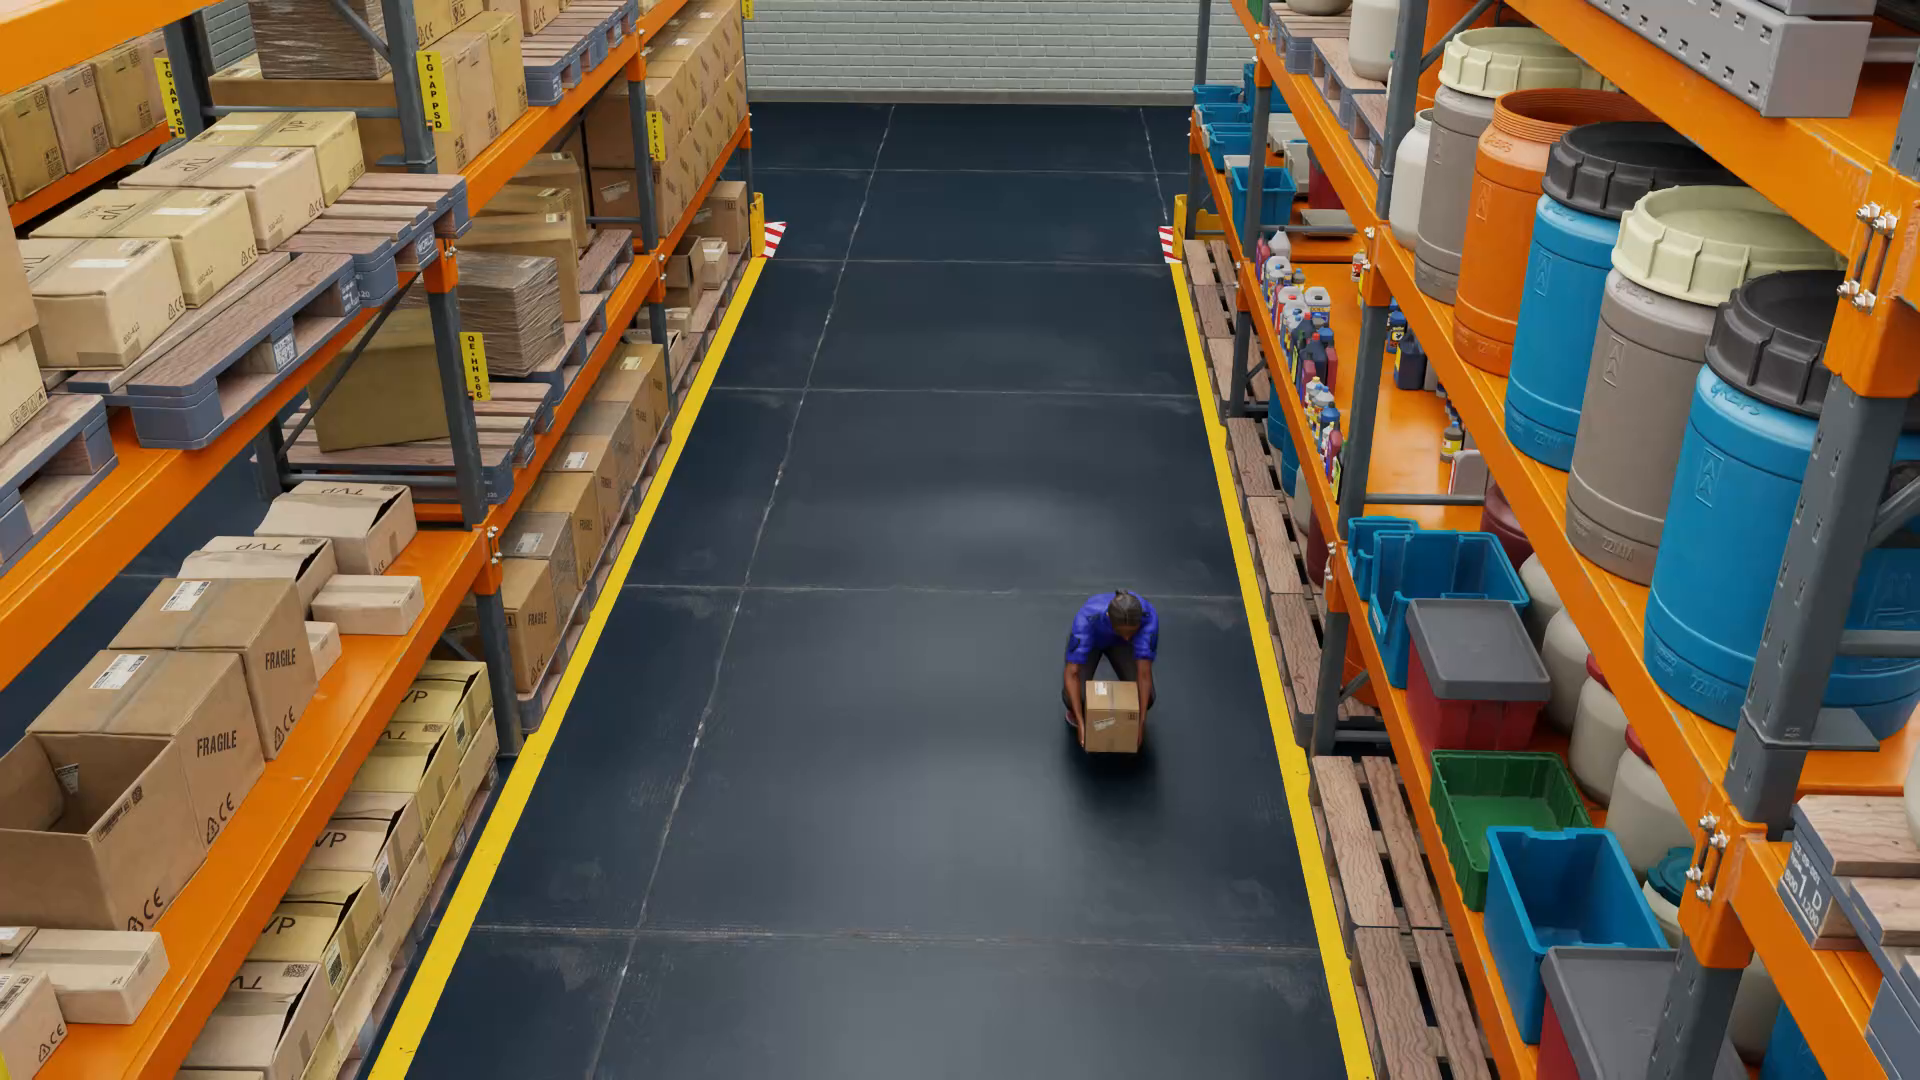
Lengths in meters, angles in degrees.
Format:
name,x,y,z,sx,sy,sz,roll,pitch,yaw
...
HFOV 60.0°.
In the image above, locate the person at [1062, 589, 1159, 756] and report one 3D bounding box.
name,x,y,z,sx,sy,sz,roll,pitch,yaw
person,0.748,0.590,8.319,0.473,0.927,0.838,1,28,1
